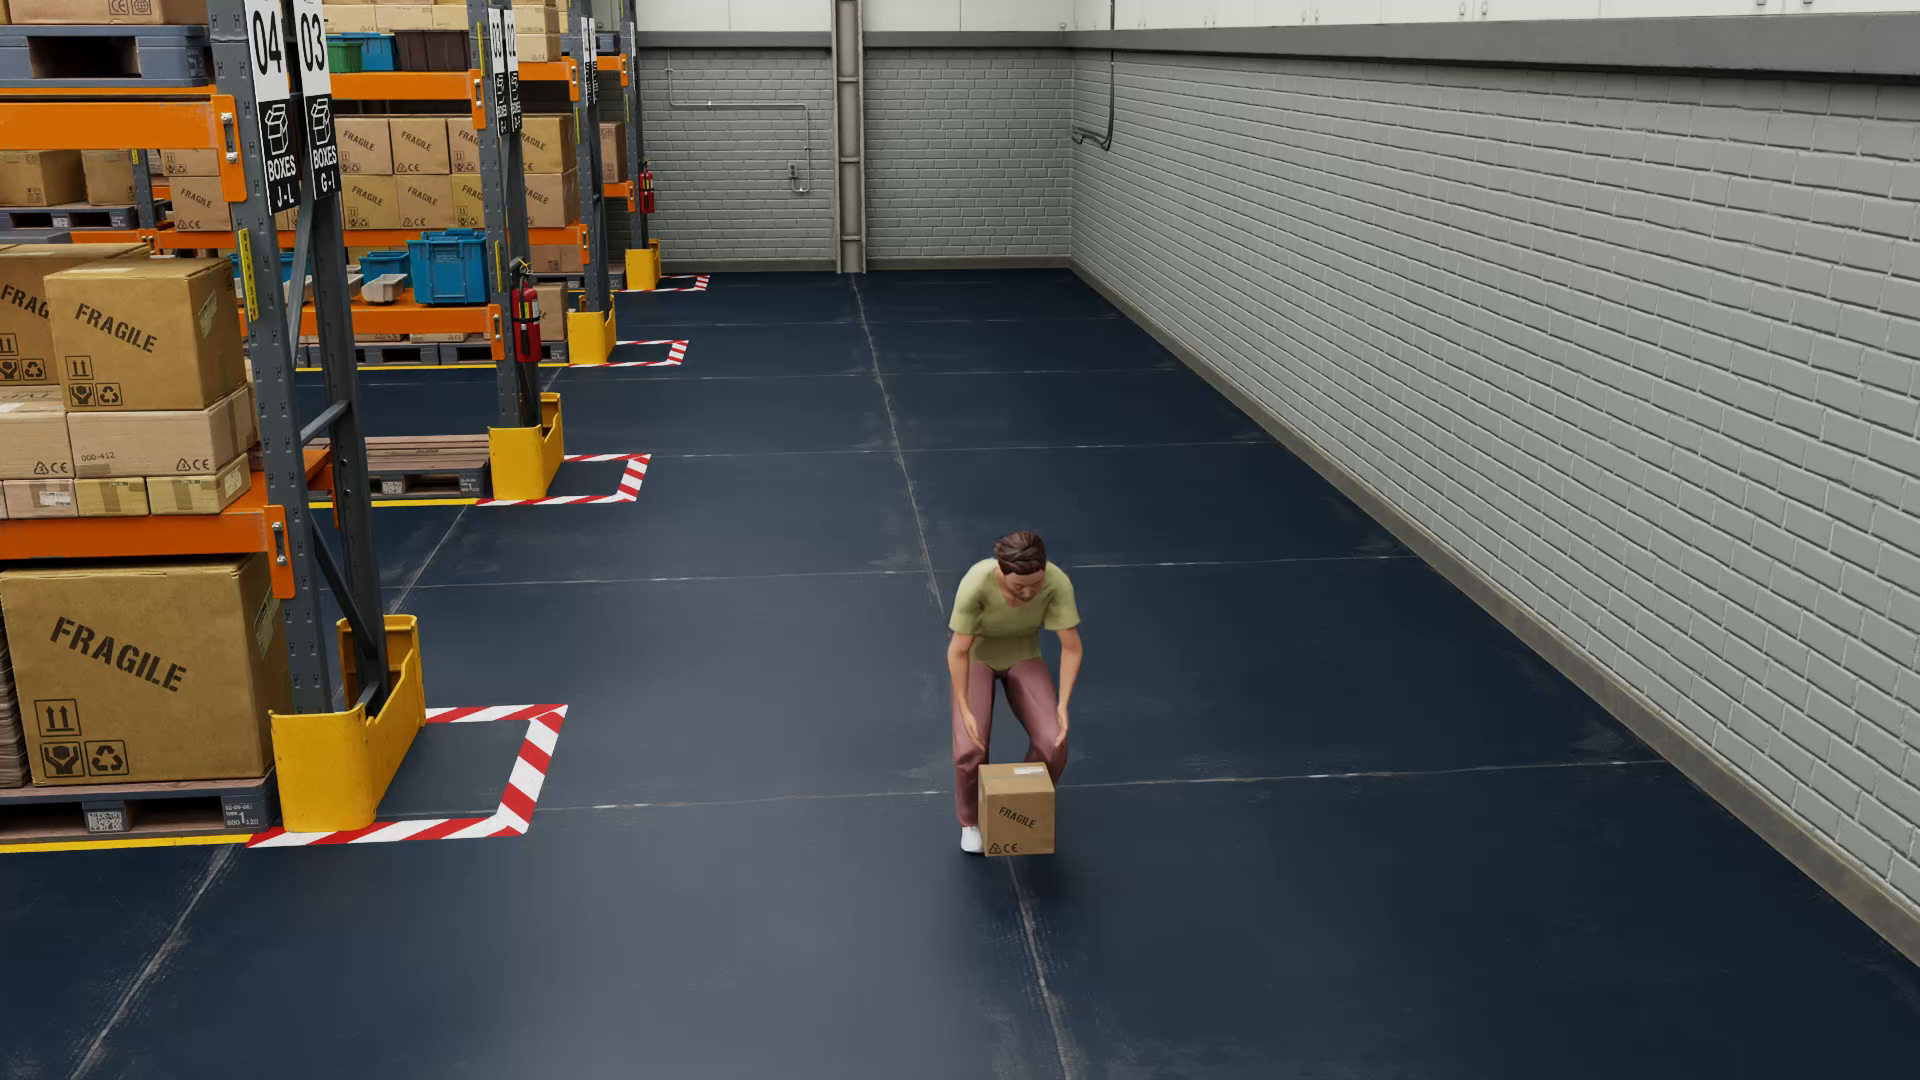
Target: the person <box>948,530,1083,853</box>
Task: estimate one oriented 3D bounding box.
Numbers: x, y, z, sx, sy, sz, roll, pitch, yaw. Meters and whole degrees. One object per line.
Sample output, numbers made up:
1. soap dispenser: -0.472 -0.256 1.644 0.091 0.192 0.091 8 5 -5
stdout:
1. person: 0.200 0.543 6.346 0.511 1.335 0.665 -2 17 -5
